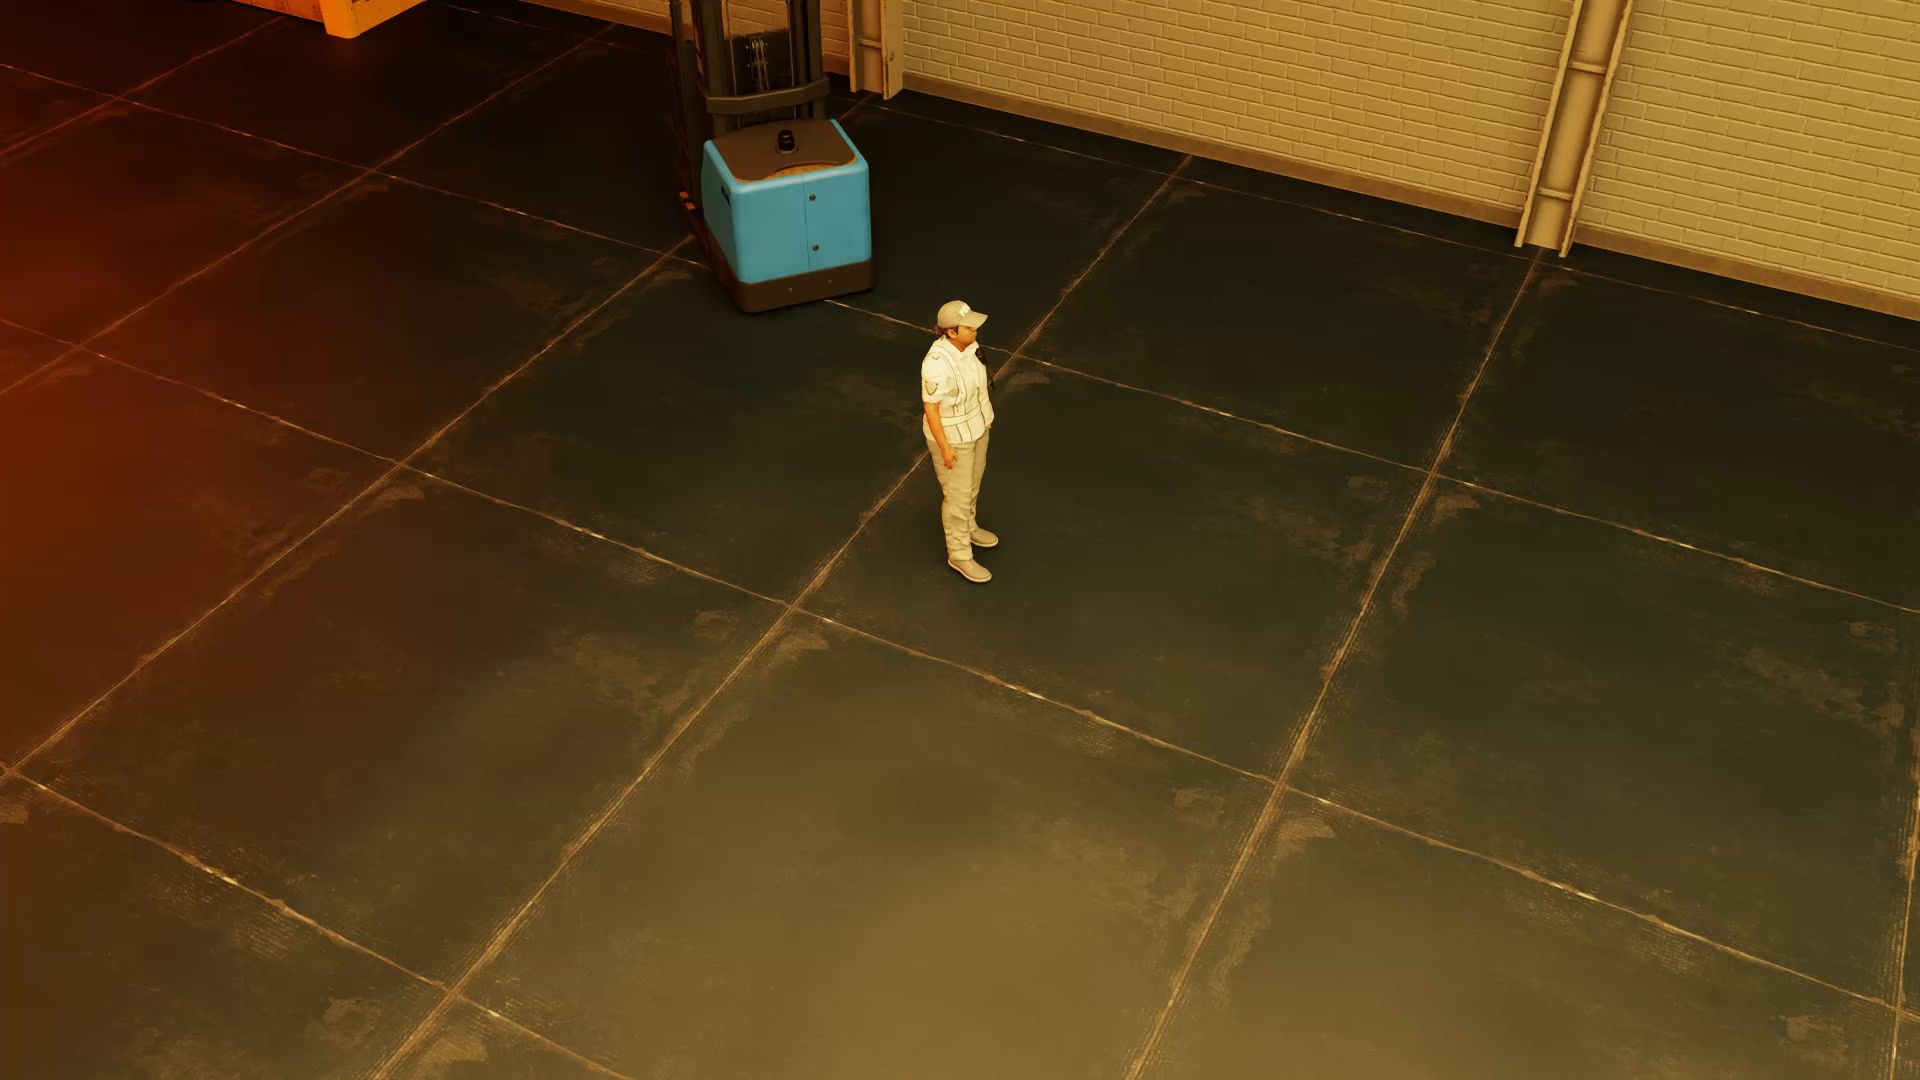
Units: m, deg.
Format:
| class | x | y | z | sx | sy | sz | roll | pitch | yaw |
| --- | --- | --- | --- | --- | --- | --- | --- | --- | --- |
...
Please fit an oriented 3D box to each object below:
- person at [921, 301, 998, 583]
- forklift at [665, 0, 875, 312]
| class | x | y | z | sx | sy | sz | roll | pitch | yaw |
| --- | --- | --- | --- | --- | --- | --- | --- | --- | --- |
| person | 0.058 | -0.608 | 9.678 | 0.529 | 1.670 | 0.599 | 18 | 43 | 21 |
| forklift | -1.643 | -3.734 | 12.420 | 1.130 | 2.935 | 3.031 | -14 | 42 | -16 |
